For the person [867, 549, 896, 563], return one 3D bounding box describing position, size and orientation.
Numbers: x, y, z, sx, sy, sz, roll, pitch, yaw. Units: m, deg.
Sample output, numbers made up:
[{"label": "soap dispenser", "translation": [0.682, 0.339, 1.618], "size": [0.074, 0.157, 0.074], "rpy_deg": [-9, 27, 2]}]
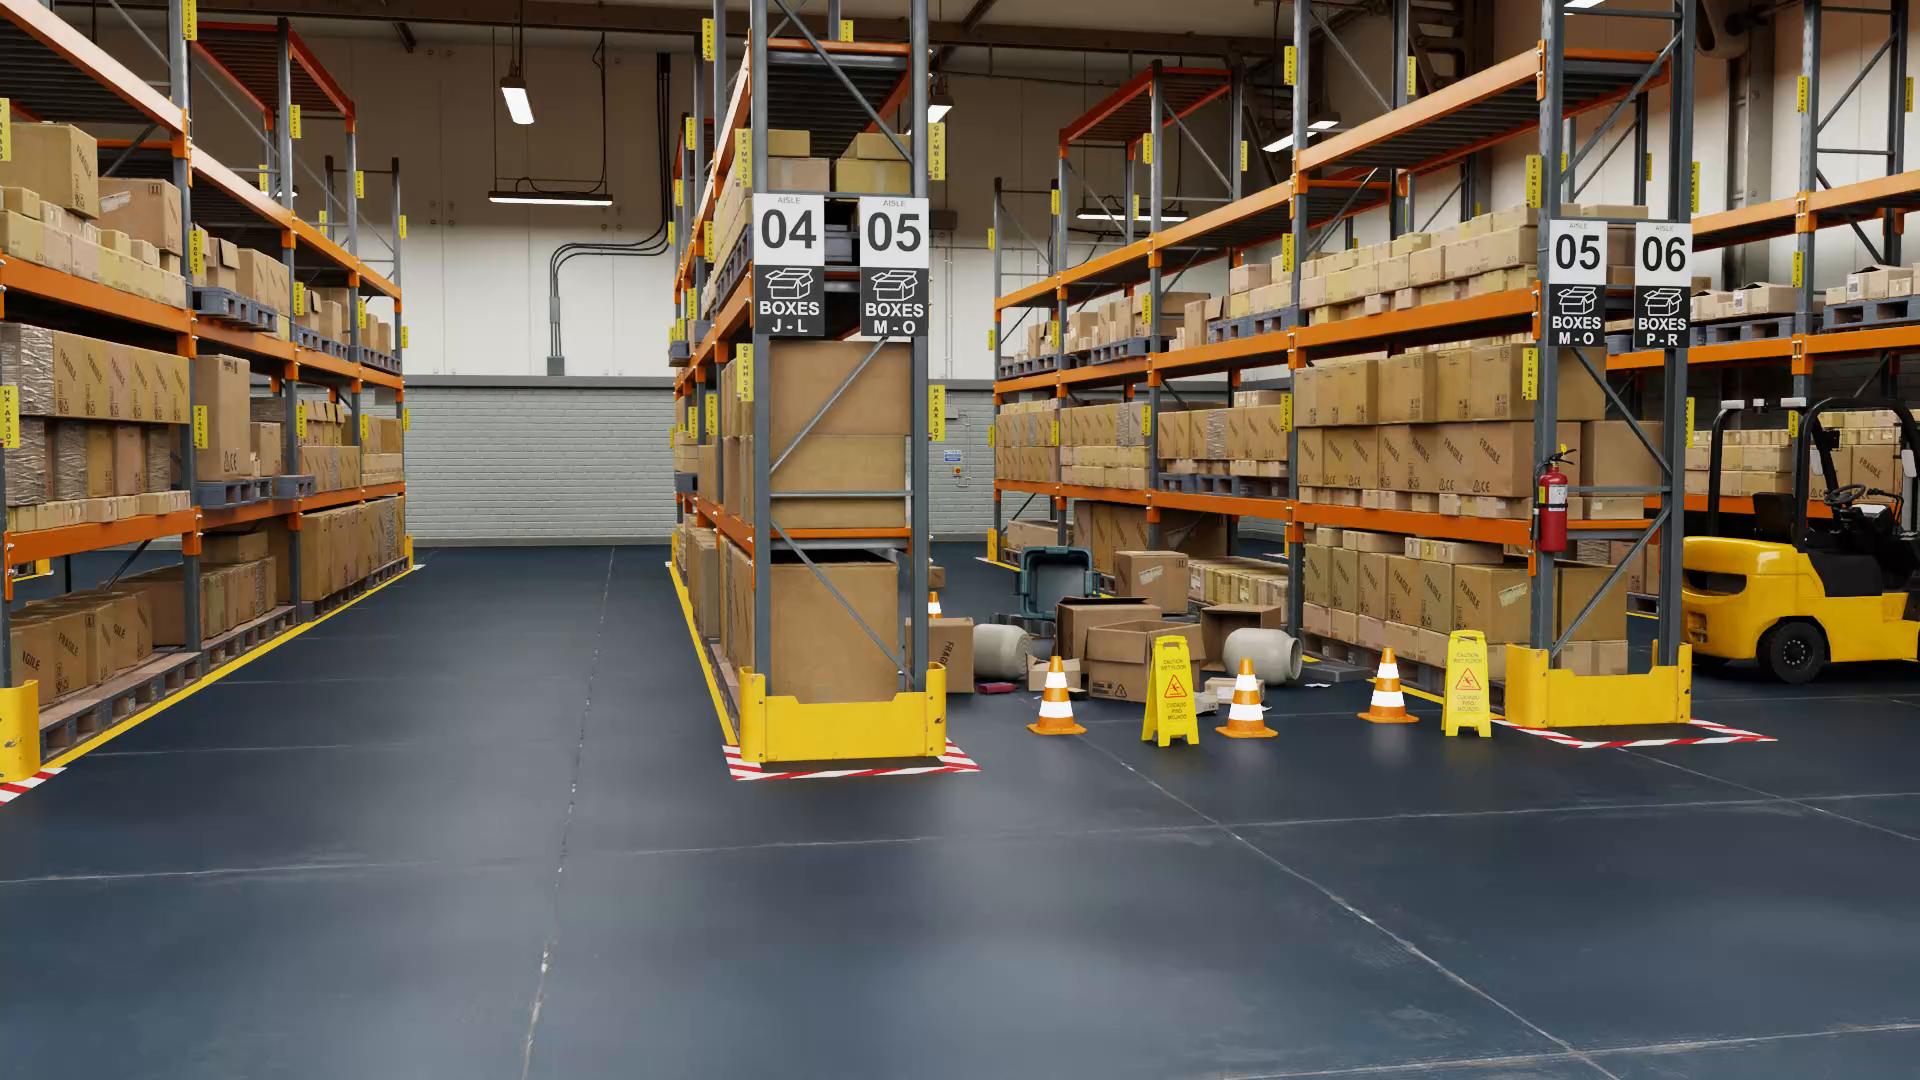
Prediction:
[{"label": "person", "translation": [-1.084, -0.322, 22.535], "size": [0.475, 1.634, 1.005], "rpy_deg": [-1, 3, -17]}]
